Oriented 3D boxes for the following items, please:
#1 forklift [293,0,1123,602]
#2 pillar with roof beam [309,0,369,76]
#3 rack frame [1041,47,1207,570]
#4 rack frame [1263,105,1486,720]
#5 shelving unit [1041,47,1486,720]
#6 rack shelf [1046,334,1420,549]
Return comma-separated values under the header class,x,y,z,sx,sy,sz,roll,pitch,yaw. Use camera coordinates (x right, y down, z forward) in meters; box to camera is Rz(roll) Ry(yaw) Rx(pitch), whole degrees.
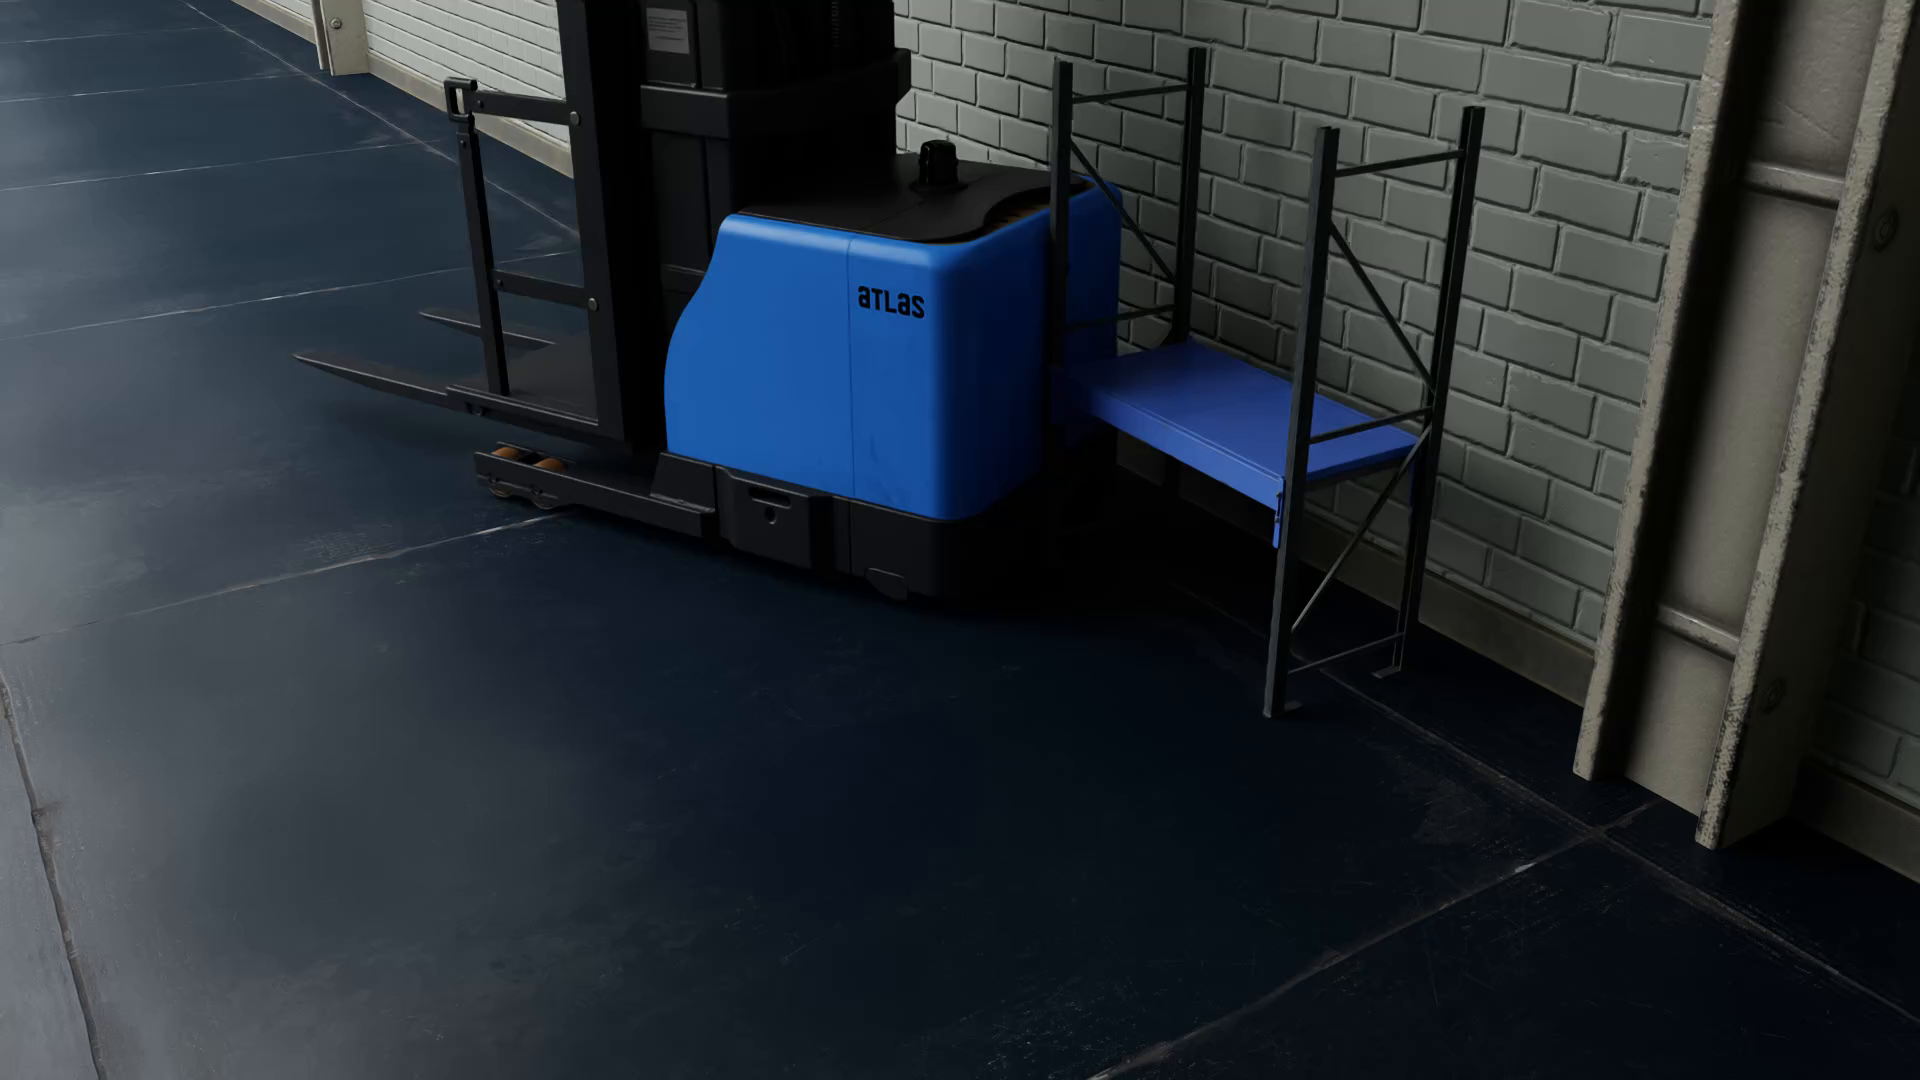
class,x,y,z,sx,sy,sz,roll,pitch,yaw
forklift,-1.018,-1.601,5.207,3.031,2.935,1.130,14,29,28
pillar with roof beam,-8.430,-6.760,9.029,9.100,9.000,0.400,-16,29,-30
rack frame,0.470,-0.647,4.865,0.500,1.500,0.032,-15,29,-28
rack frame,1.003,-0.278,4.082,0.500,1.500,0.032,-15,29,-28
shelving unit,0.736,-0.463,4.473,0.538,1.500,1.048,-15,29,-28
rack shelf,0.736,-0.300,4.550,0.538,0.185,1.000,-15,29,-28
